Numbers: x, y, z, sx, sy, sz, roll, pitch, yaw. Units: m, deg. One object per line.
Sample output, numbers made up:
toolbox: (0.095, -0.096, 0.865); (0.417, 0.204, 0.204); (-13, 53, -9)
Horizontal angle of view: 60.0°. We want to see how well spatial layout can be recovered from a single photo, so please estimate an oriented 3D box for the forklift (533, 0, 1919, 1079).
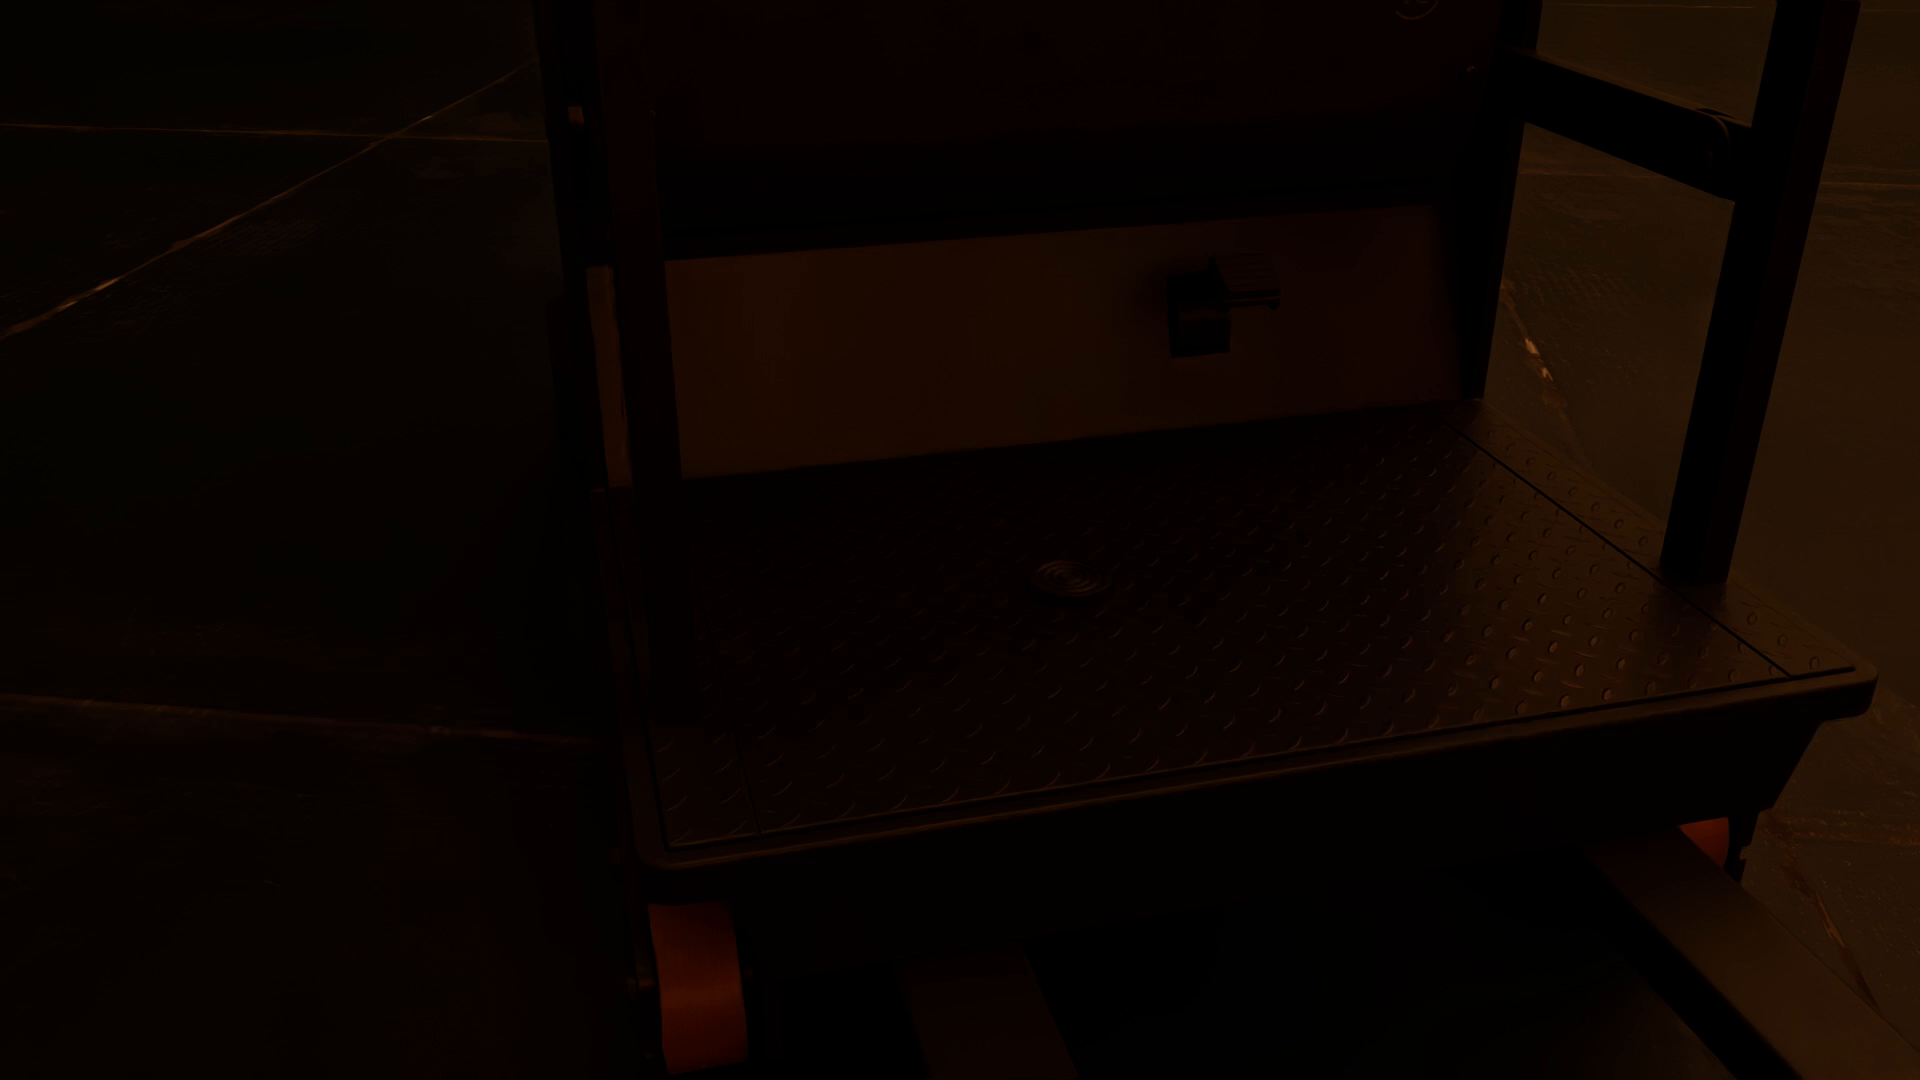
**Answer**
forklift: (0.172, -1.016, 1.254); (1.130, 2.935, 3.031); (-7, 27, -13)
